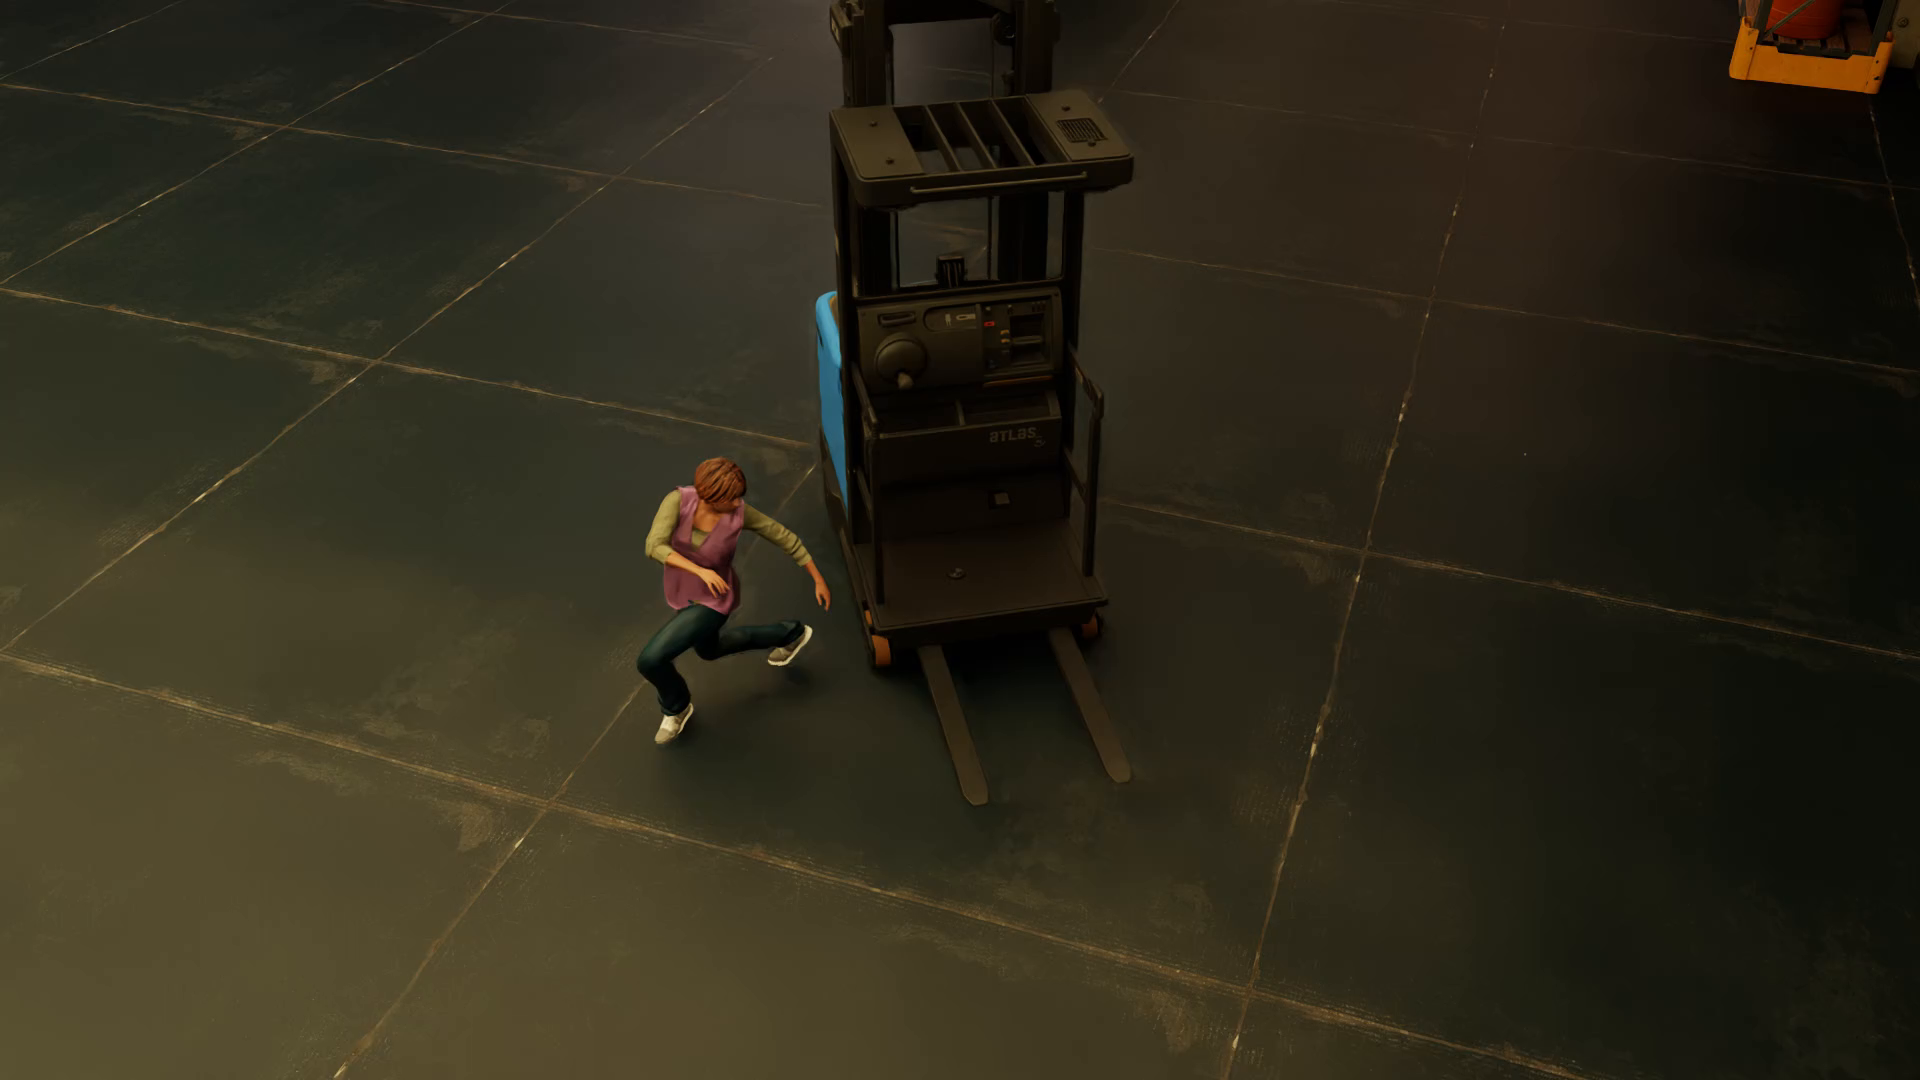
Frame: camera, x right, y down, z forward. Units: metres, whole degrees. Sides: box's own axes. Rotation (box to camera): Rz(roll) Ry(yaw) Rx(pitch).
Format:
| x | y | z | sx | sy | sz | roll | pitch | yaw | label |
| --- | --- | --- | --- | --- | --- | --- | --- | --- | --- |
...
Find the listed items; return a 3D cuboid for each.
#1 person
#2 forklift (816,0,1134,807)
| x | y | z | sx | sy | sz | roll | pitch | yaw | label |
| --- | --- | --- | --- | --- | --- | --- | --- | --- | --- |
| -0.984 | 0.243 | 7.198 | 0.632 | 1.359 | 0.867 | 24 | 42 | 30 | person |
| 0.056 | -0.833 | 7.285 | 1.130 | 2.935 | 3.031 | -7 | 36 | -10 | forklift |
